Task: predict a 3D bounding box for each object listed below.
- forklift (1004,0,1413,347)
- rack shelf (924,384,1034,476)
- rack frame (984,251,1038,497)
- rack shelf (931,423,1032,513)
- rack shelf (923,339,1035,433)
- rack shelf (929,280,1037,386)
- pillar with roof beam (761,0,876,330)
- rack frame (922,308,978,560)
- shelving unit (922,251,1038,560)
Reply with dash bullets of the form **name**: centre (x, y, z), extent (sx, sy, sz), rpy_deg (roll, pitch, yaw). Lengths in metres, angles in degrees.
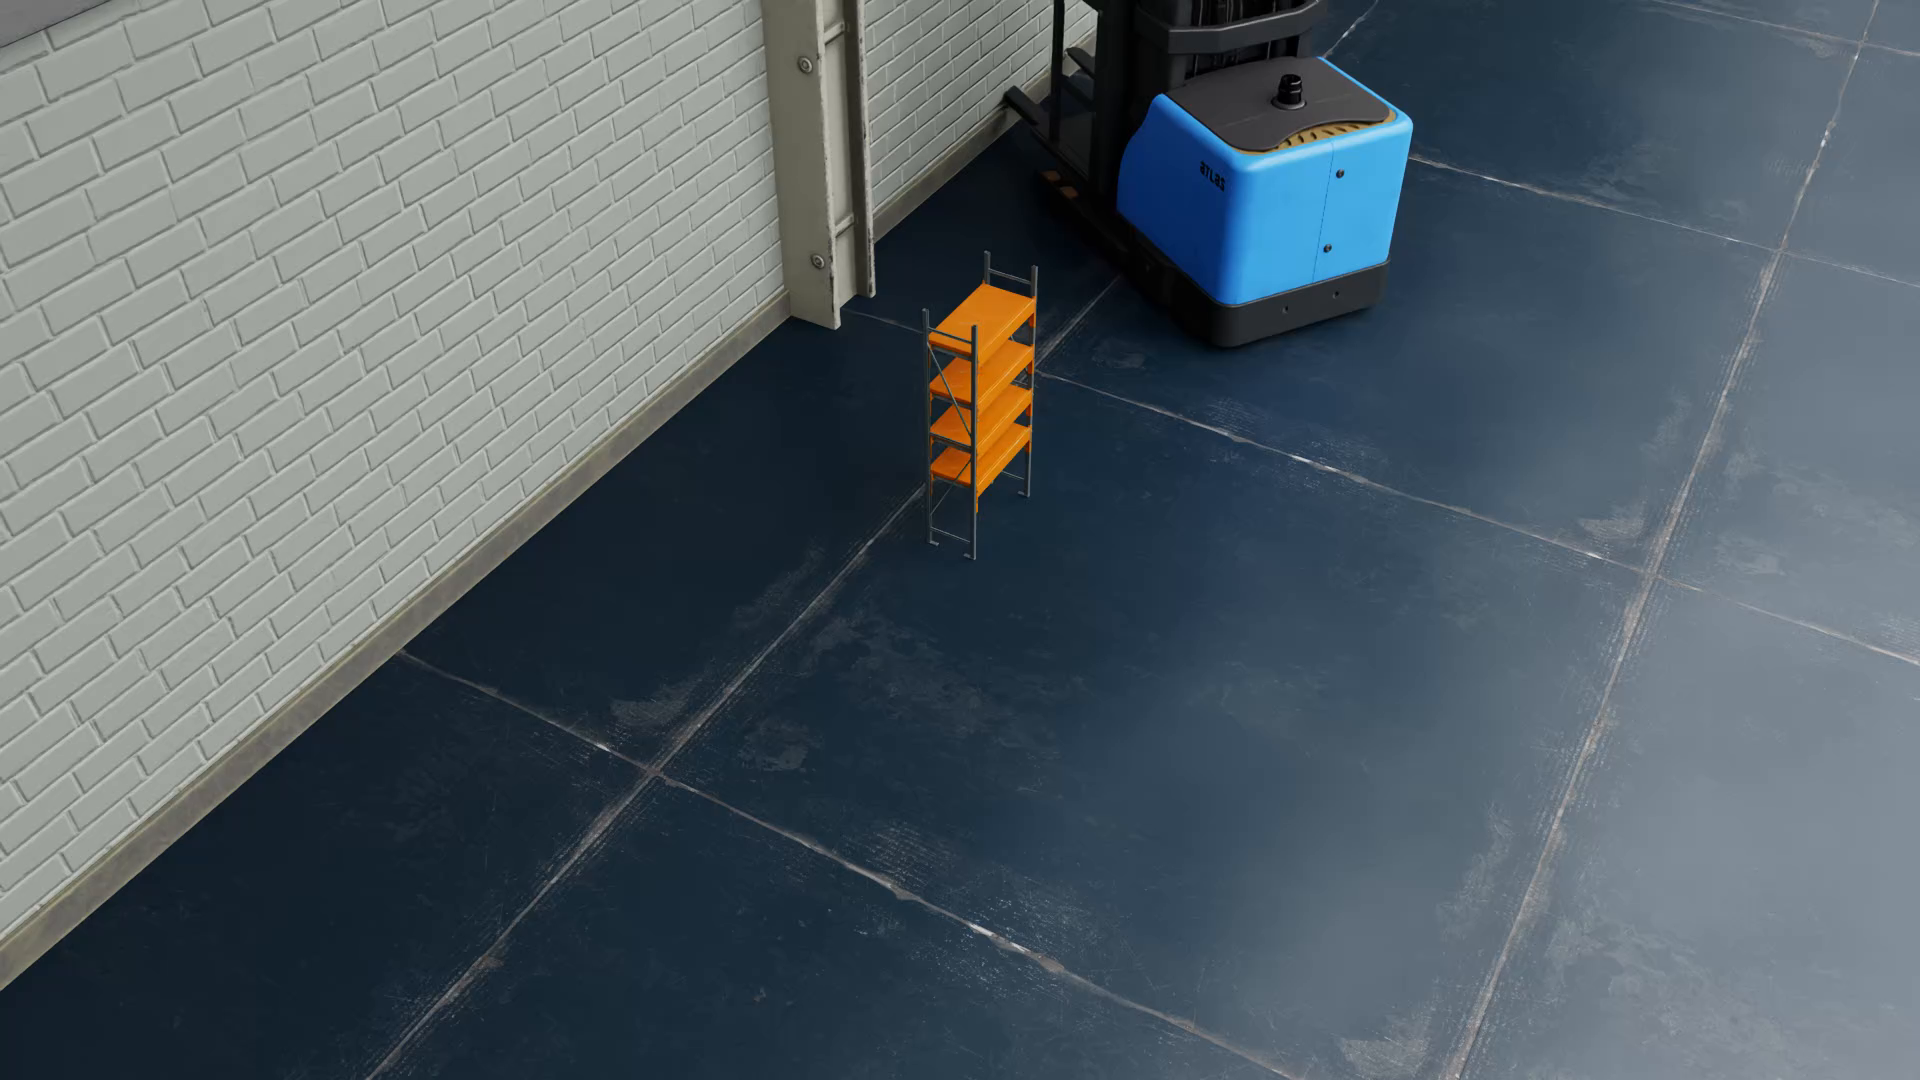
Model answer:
- **forklift**: centre (1.081, -3.027, 8.470), extent (1.130, 2.935, 3.031), rpy_deg (-18, 44, -19)
- **rack shelf**: centre (0.083, -0.495, 7.005), extent (0.258, 0.148, 0.480), rpy_deg (21, 45, 22)
- **rack frame**: centre (0.205, -0.685, 7.120), extent (0.240, 1.200, 0.015), rpy_deg (21, 45, 22)
- **rack shelf**: centre (0.083, -0.345, 7.137), extent (0.258, 0.148, 0.480), rpy_deg (21, 45, 22)
- **rack shelf**: centre (0.083, -0.662, 6.858), extent (0.258, 0.148, 0.480), rpy_deg (21, 45, 22)
- **rack shelf**: centre (0.083, -0.840, 6.701), extent (0.258, 0.148, 0.480), rpy_deg (21, 45, 22)
- **pillar with roof beam**: centre (3.057, -3.187, 4.060), extent (9.100, 9.000, 0.400), rpy_deg (21, 45, 22)
- **rack frame**: centre (-0.039, -0.405, 6.802), extent (0.240, 1.200, 0.015), rpy_deg (21, 45, 22)
- **shelving unit**: centre (0.083, -0.545, 6.961), extent (0.258, 1.200, 0.503), rpy_deg (21, 45, 22)
